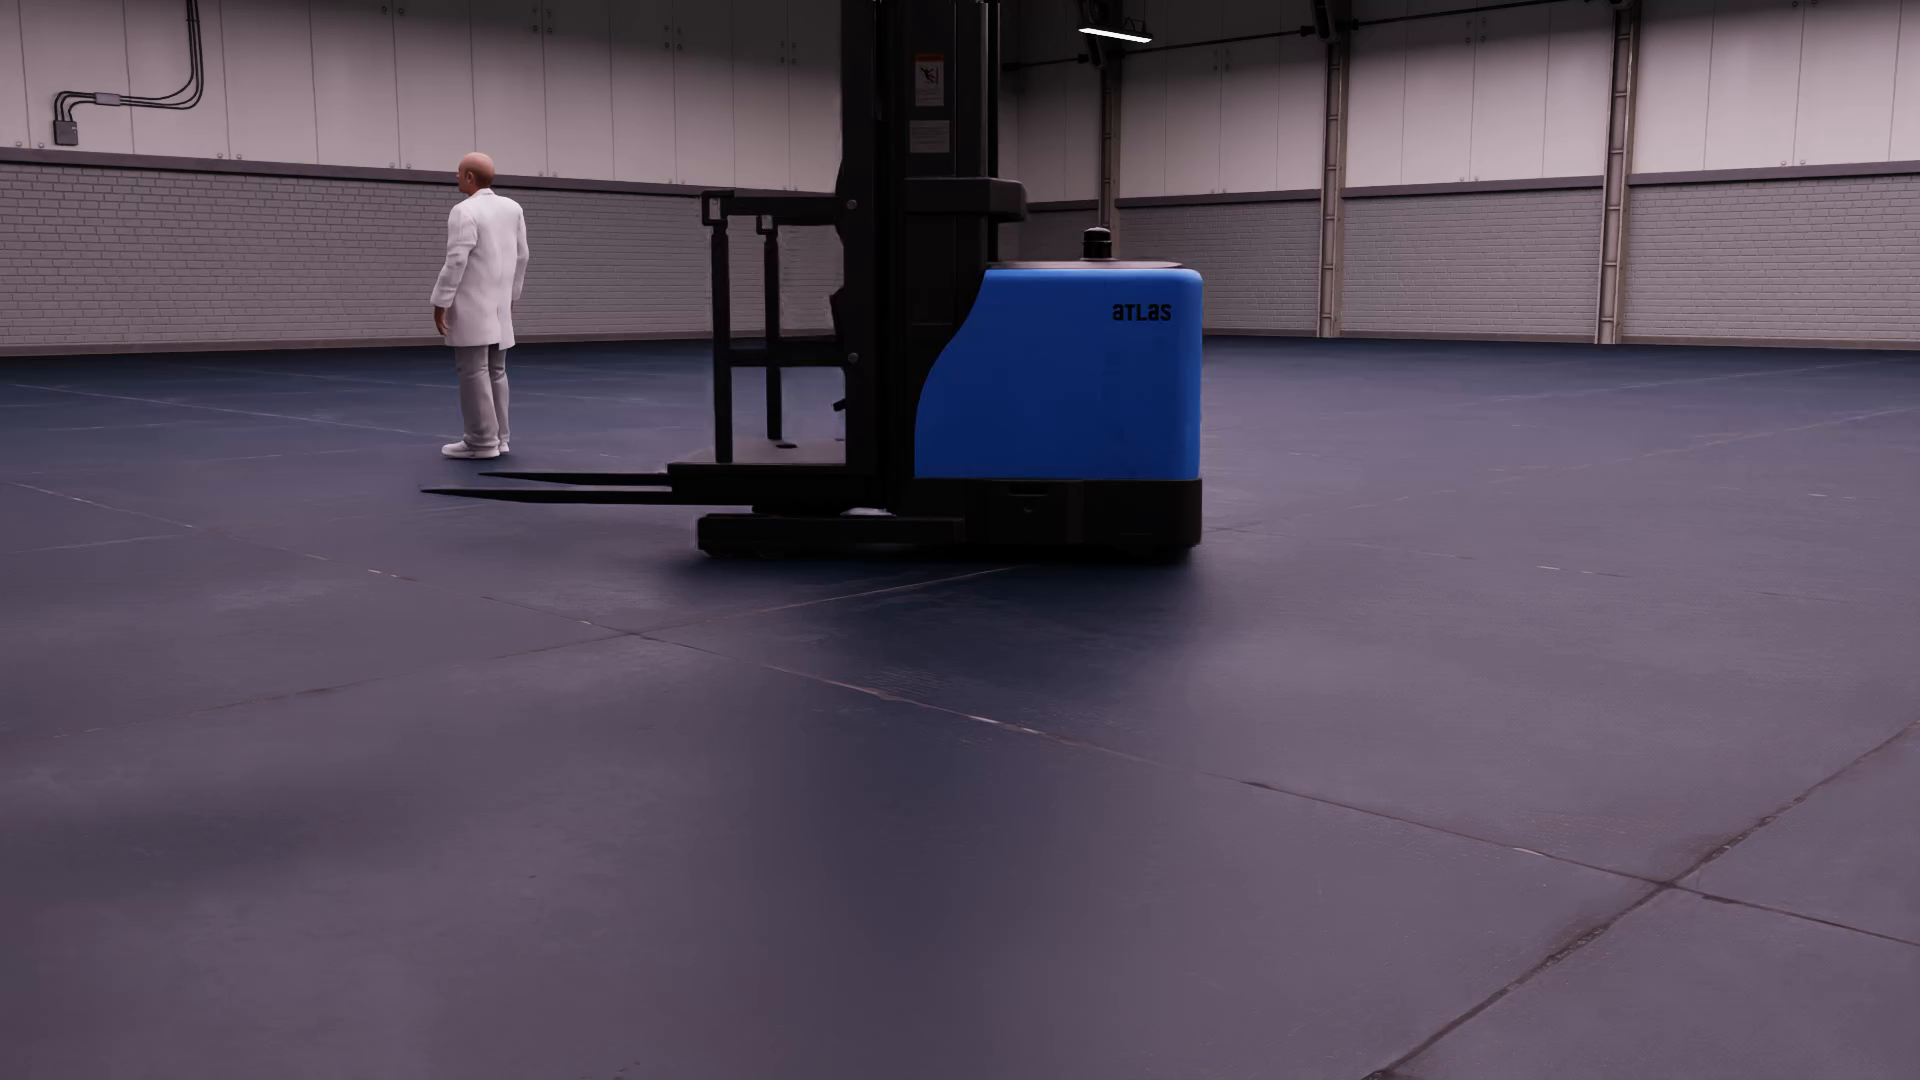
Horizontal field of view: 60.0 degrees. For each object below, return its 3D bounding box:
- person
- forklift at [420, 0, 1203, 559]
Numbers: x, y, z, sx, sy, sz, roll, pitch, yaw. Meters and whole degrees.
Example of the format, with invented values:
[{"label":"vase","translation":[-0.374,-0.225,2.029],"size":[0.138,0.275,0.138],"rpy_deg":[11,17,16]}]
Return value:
[{"label":"person","translation":[-2.920,-1.379,9.854],"size":[0.581,1.776,0.694],"rpy_deg":[4,10,26]},{"label":"forklift","translation":[-0.579,-1.454,6.530],"size":[3.031,2.935,1.130],"rpy_deg":[1,9,5]}]
